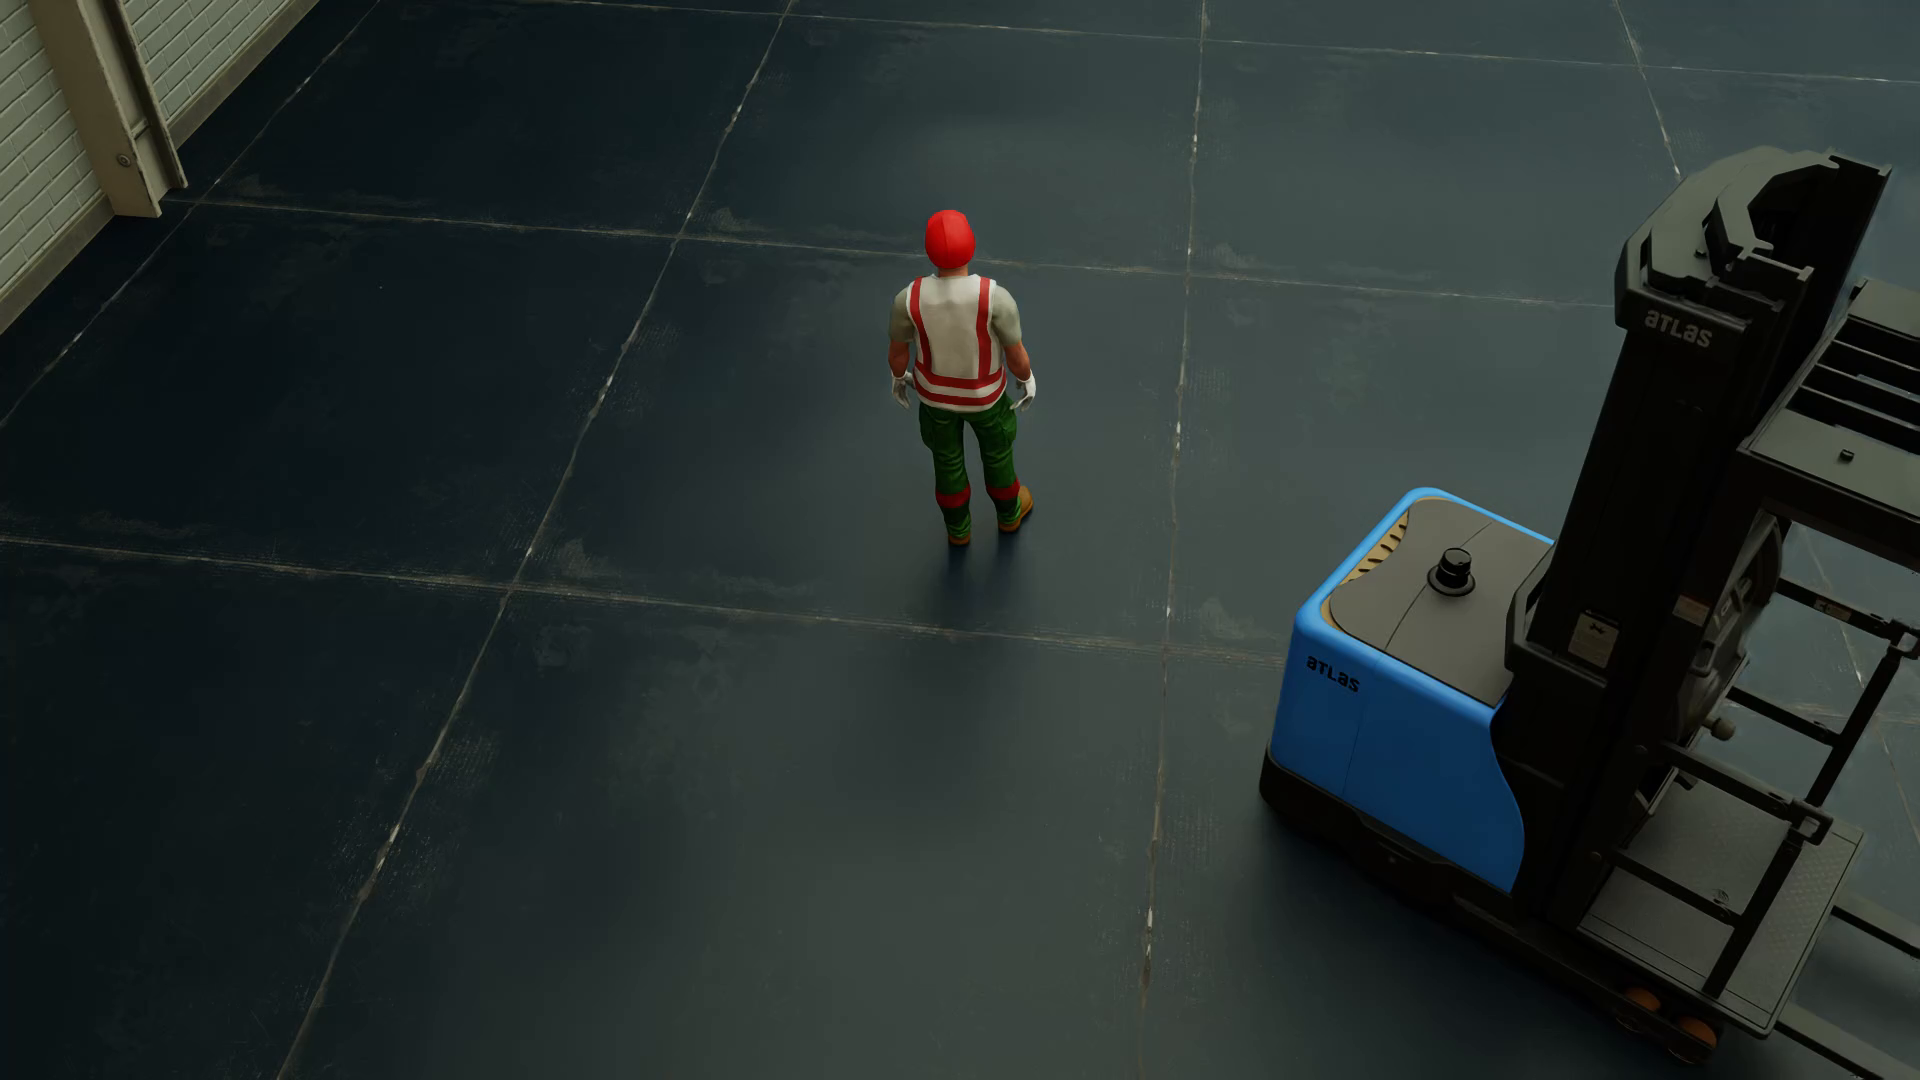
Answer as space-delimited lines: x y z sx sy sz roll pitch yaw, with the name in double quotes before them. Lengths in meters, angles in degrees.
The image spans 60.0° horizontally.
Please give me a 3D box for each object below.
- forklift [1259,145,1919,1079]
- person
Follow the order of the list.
"forklift" 2.668 0.357 5.336 3.031 2.935 1.130 29 50 28
"person" 0.021 -0.717 7.339 0.638 1.789 0.562 5 43 6
